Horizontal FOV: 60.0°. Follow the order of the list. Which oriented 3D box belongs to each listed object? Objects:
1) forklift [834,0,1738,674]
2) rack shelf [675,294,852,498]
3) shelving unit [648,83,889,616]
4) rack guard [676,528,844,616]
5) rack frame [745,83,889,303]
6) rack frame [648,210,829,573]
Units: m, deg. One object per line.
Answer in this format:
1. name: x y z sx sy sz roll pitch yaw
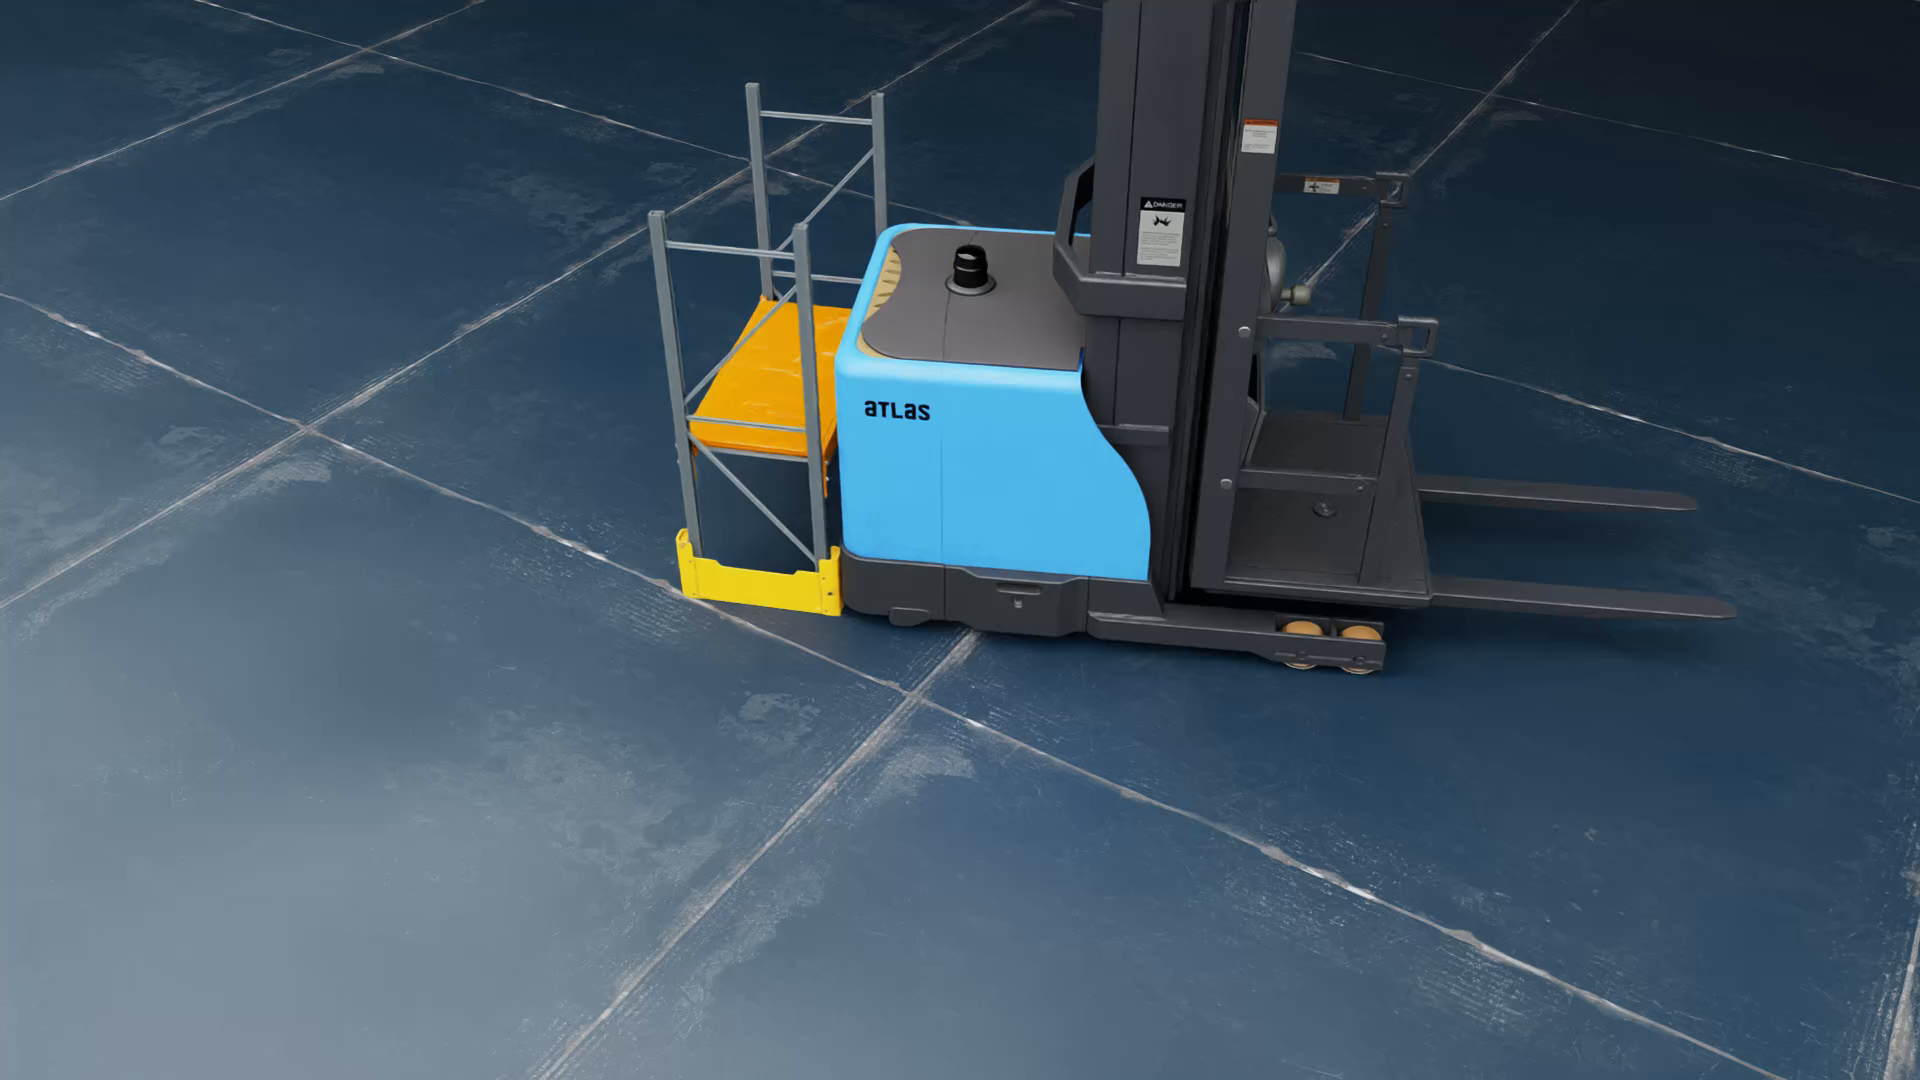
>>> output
1. forklift: 1.142 -1.052 5.213 3.031 2.935 1.130 5 38 6
2. rack shelf: -0.609 -0.543 6.021 0.538 0.185 1.000 7 38 9
3. shelving unit: -0.611 -0.680 5.904 0.587 1.500 1.083 7 38 9
4. rack guard: -0.707 0.113 5.898 0.587 0.250 0.087 7 38 9
5. rack frame: -0.511 -0.990 6.306 0.500 1.500 0.032 7 38 9
6. rack frame: -0.707 -0.381 5.516 0.500 1.500 0.032 7 38 9
